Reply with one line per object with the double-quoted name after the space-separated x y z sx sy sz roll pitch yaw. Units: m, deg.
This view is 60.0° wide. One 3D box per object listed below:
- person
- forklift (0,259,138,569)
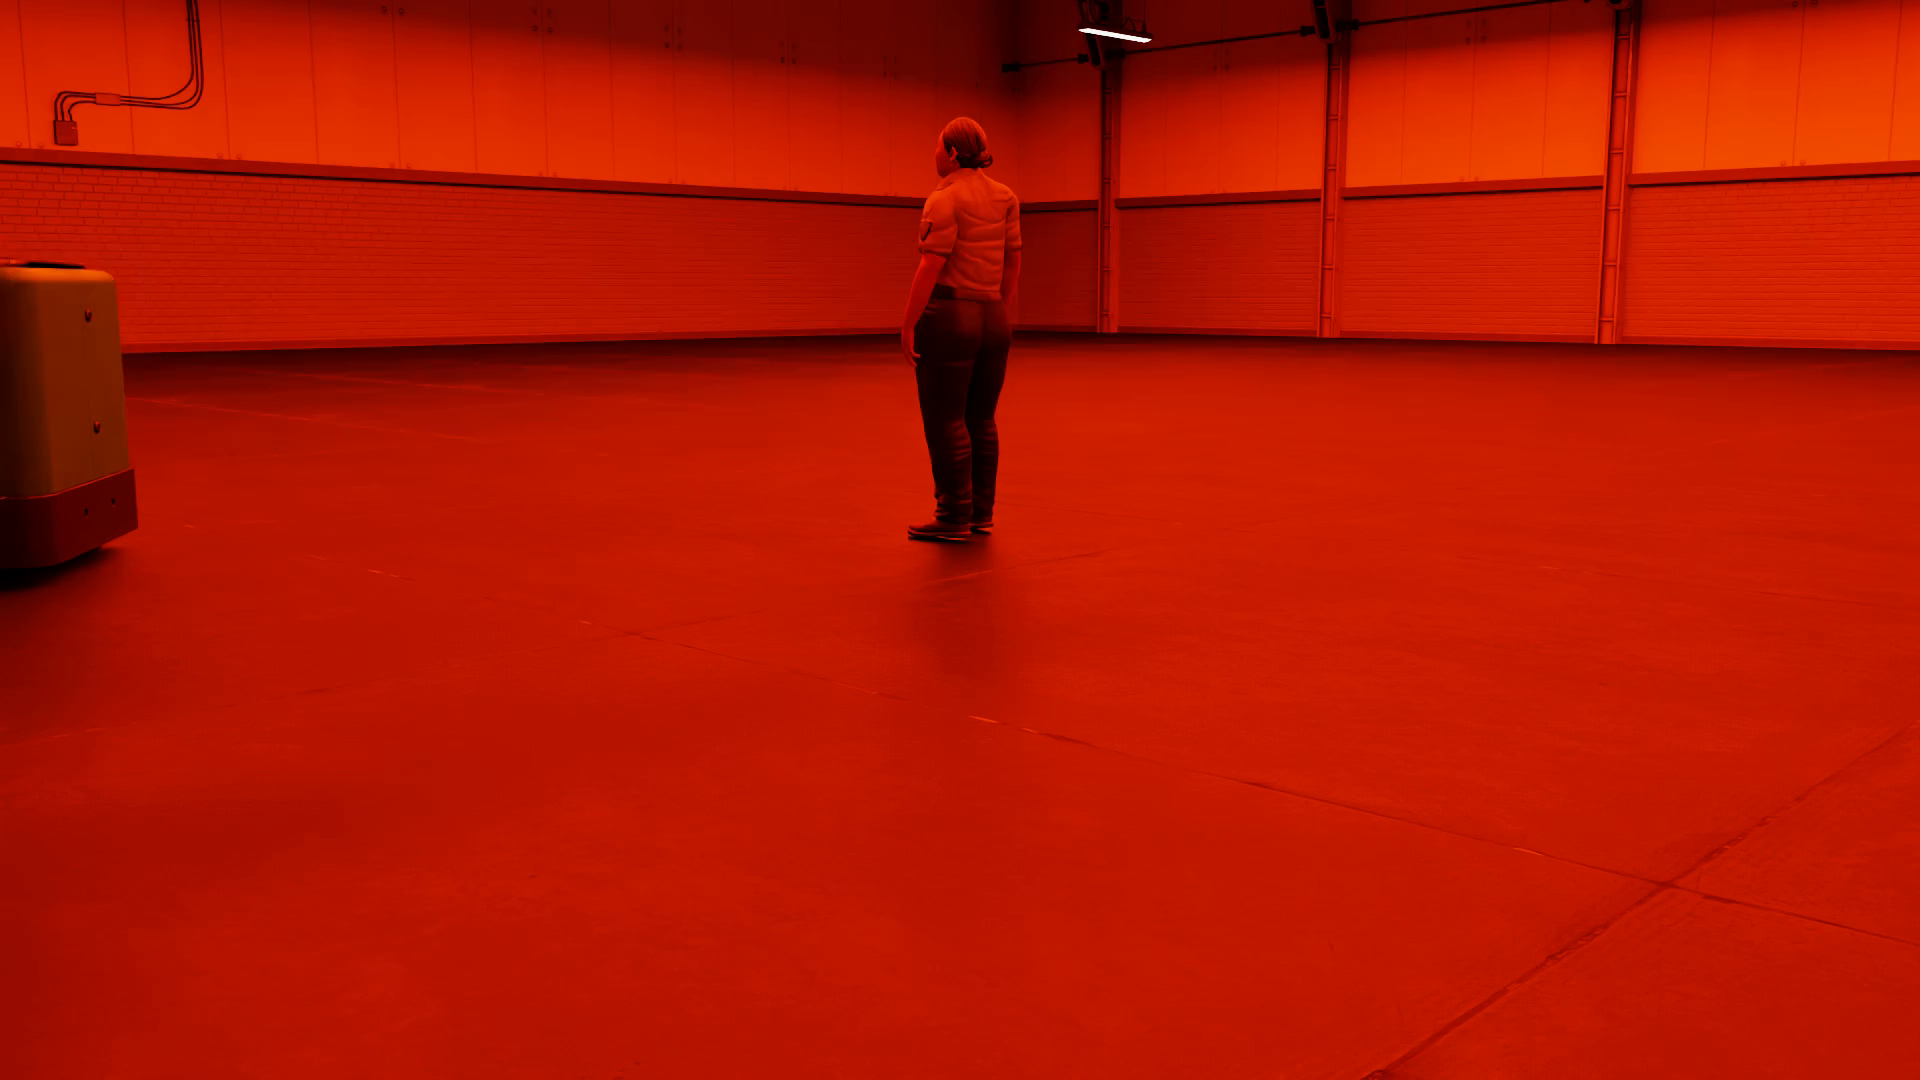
-0.048 -0.835 6.671 0.503 1.651 0.598 8 12 43 "person"
-4.645 -1.321 5.646 3.031 2.935 1.130 -2 9 -10 "forklift"
